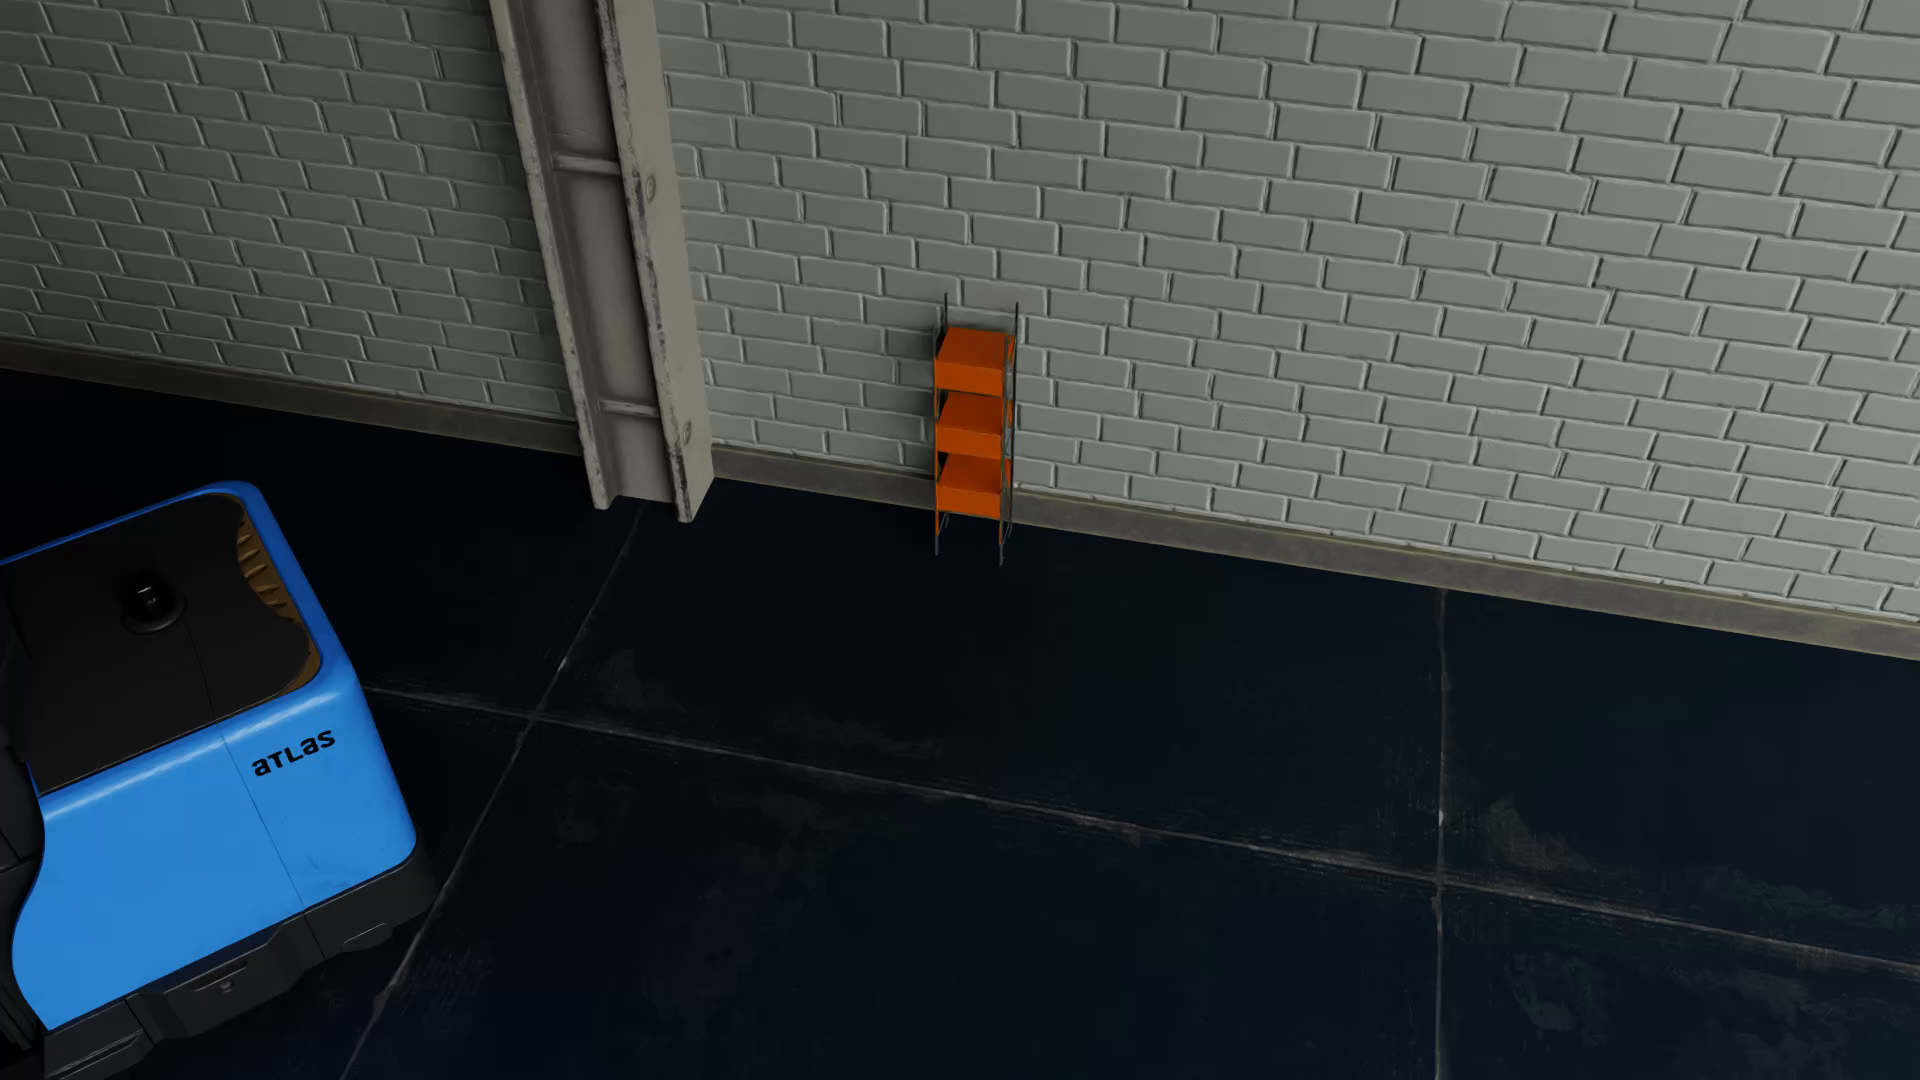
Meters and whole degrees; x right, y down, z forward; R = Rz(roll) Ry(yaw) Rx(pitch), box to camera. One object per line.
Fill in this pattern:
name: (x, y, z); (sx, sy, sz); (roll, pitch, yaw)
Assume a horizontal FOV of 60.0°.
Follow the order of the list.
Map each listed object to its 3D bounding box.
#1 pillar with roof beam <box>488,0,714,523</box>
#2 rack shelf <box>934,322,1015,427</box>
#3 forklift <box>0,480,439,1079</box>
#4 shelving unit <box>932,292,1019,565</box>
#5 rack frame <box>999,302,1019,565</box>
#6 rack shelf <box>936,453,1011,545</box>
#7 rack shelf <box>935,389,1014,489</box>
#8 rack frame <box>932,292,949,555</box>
pillar with roof beam: (-2.122, -0.527, 0.309); (0.400, 9.000, 9.100); (9, 45, 9)
rack shelf: (0.052, -0.567, 5.688); (0.240, 0.259, 0.215); (9, 45, 9)
forklift: (-3.093, 0.356, 3.767); (3.031, 2.935, 1.130); (-25, 49, -23)
shelving unit: (0.052, -0.370, 5.878); (0.252, 1.050, 0.215); (9, 45, 9)
rack frame: (0.171, -0.352, 5.858); (0.008, 1.050, 0.200); (9, 45, 9)
rack shelf: (0.052, -0.162, 6.078); (0.240, 0.259, 0.215); (9, 45, 9)
rack shelf: (0.052, -0.363, 5.885); (0.240, 0.259, 0.215); (9, 45, 9)
rack frame: (-0.067, -0.389, 5.897); (0.008, 1.050, 0.200); (9, 45, 9)
